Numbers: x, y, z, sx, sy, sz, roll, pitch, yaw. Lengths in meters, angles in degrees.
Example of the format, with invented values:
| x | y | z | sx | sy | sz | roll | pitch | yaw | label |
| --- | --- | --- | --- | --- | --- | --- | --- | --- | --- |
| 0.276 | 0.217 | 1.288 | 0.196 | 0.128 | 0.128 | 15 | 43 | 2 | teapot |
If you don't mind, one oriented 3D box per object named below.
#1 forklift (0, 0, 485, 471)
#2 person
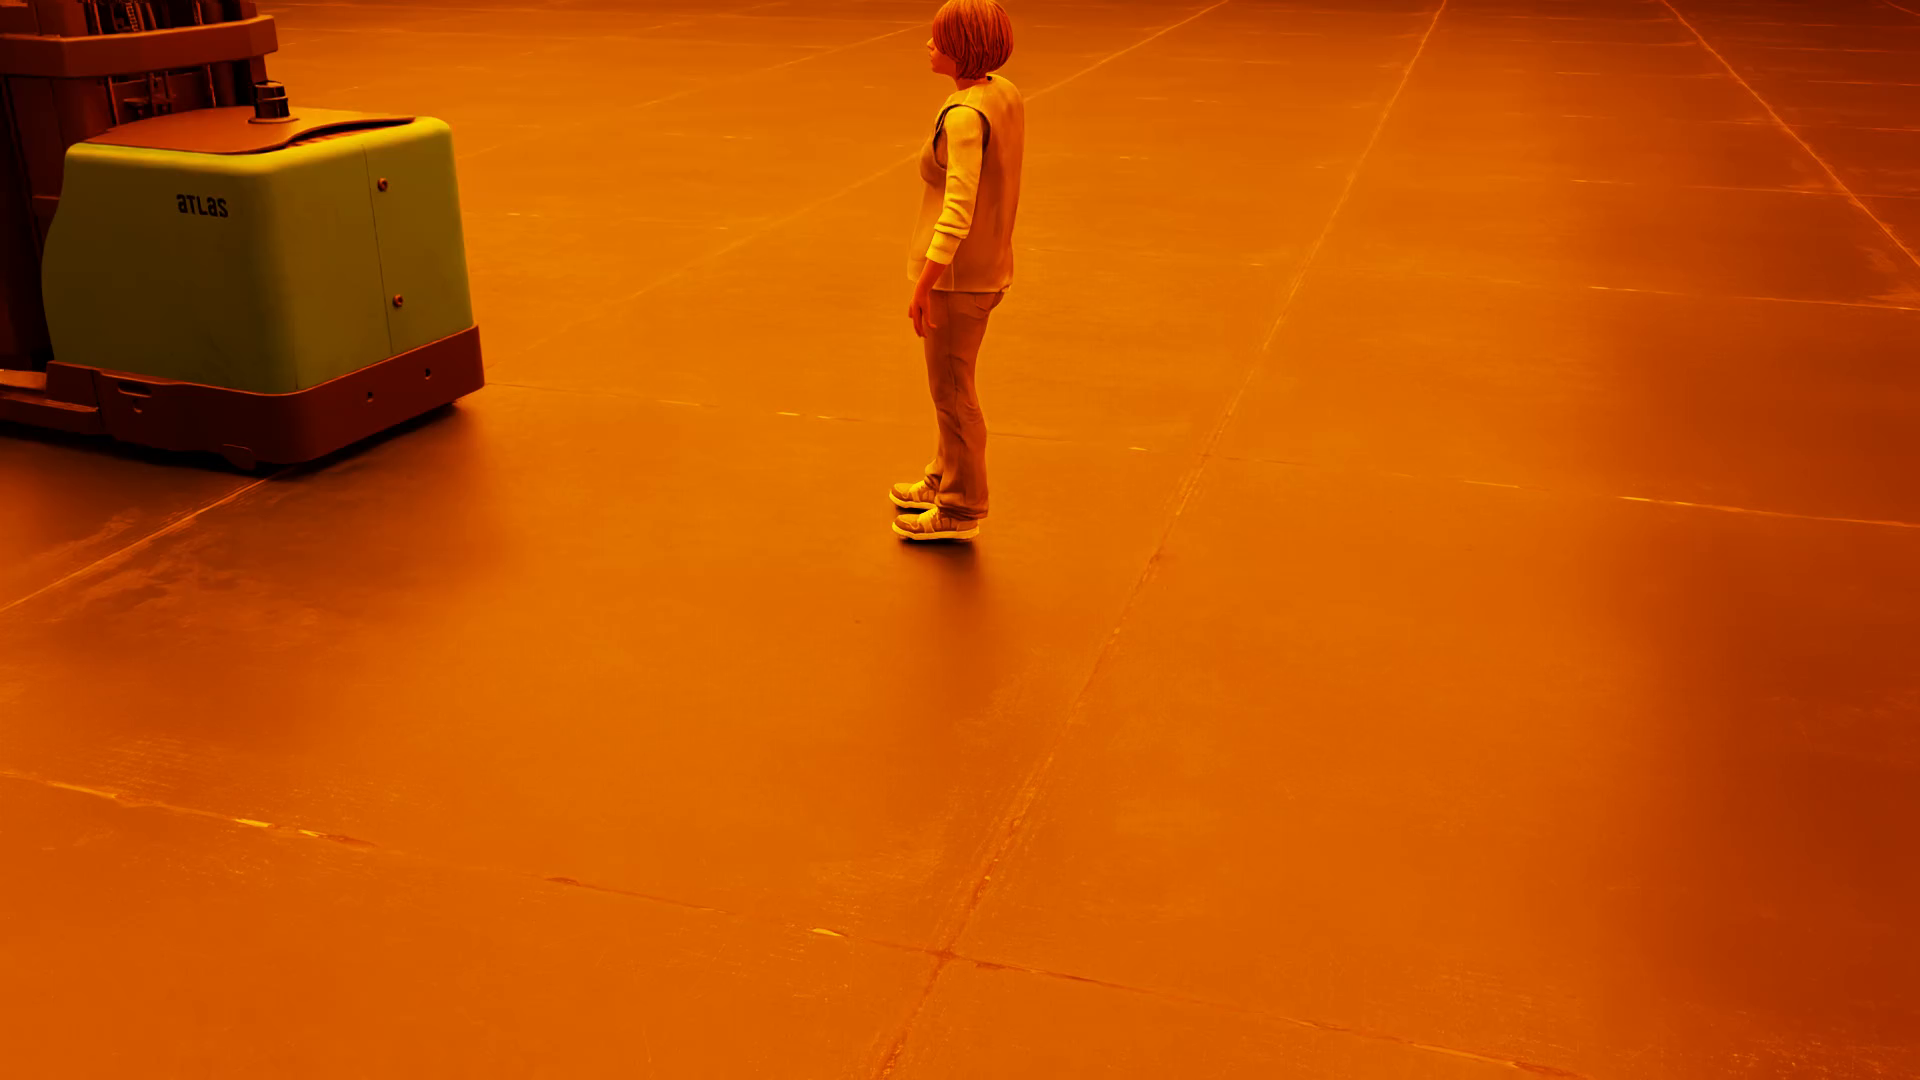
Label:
| x | y | z | sx | sy | sz | roll | pitch | yaw | label |
| --- | --- | --- | --- | --- | --- | --- | --- | --- | --- |
| -3.382 | -1.942 | 5.983 | 3.031 | 2.935 | 1.130 | 9 | 24 | 22 | forklift |
| -0.066 | -0.748 | 4.850 | 0.475 | 1.574 | 0.520 | 7 | 23 | 16 | person |
